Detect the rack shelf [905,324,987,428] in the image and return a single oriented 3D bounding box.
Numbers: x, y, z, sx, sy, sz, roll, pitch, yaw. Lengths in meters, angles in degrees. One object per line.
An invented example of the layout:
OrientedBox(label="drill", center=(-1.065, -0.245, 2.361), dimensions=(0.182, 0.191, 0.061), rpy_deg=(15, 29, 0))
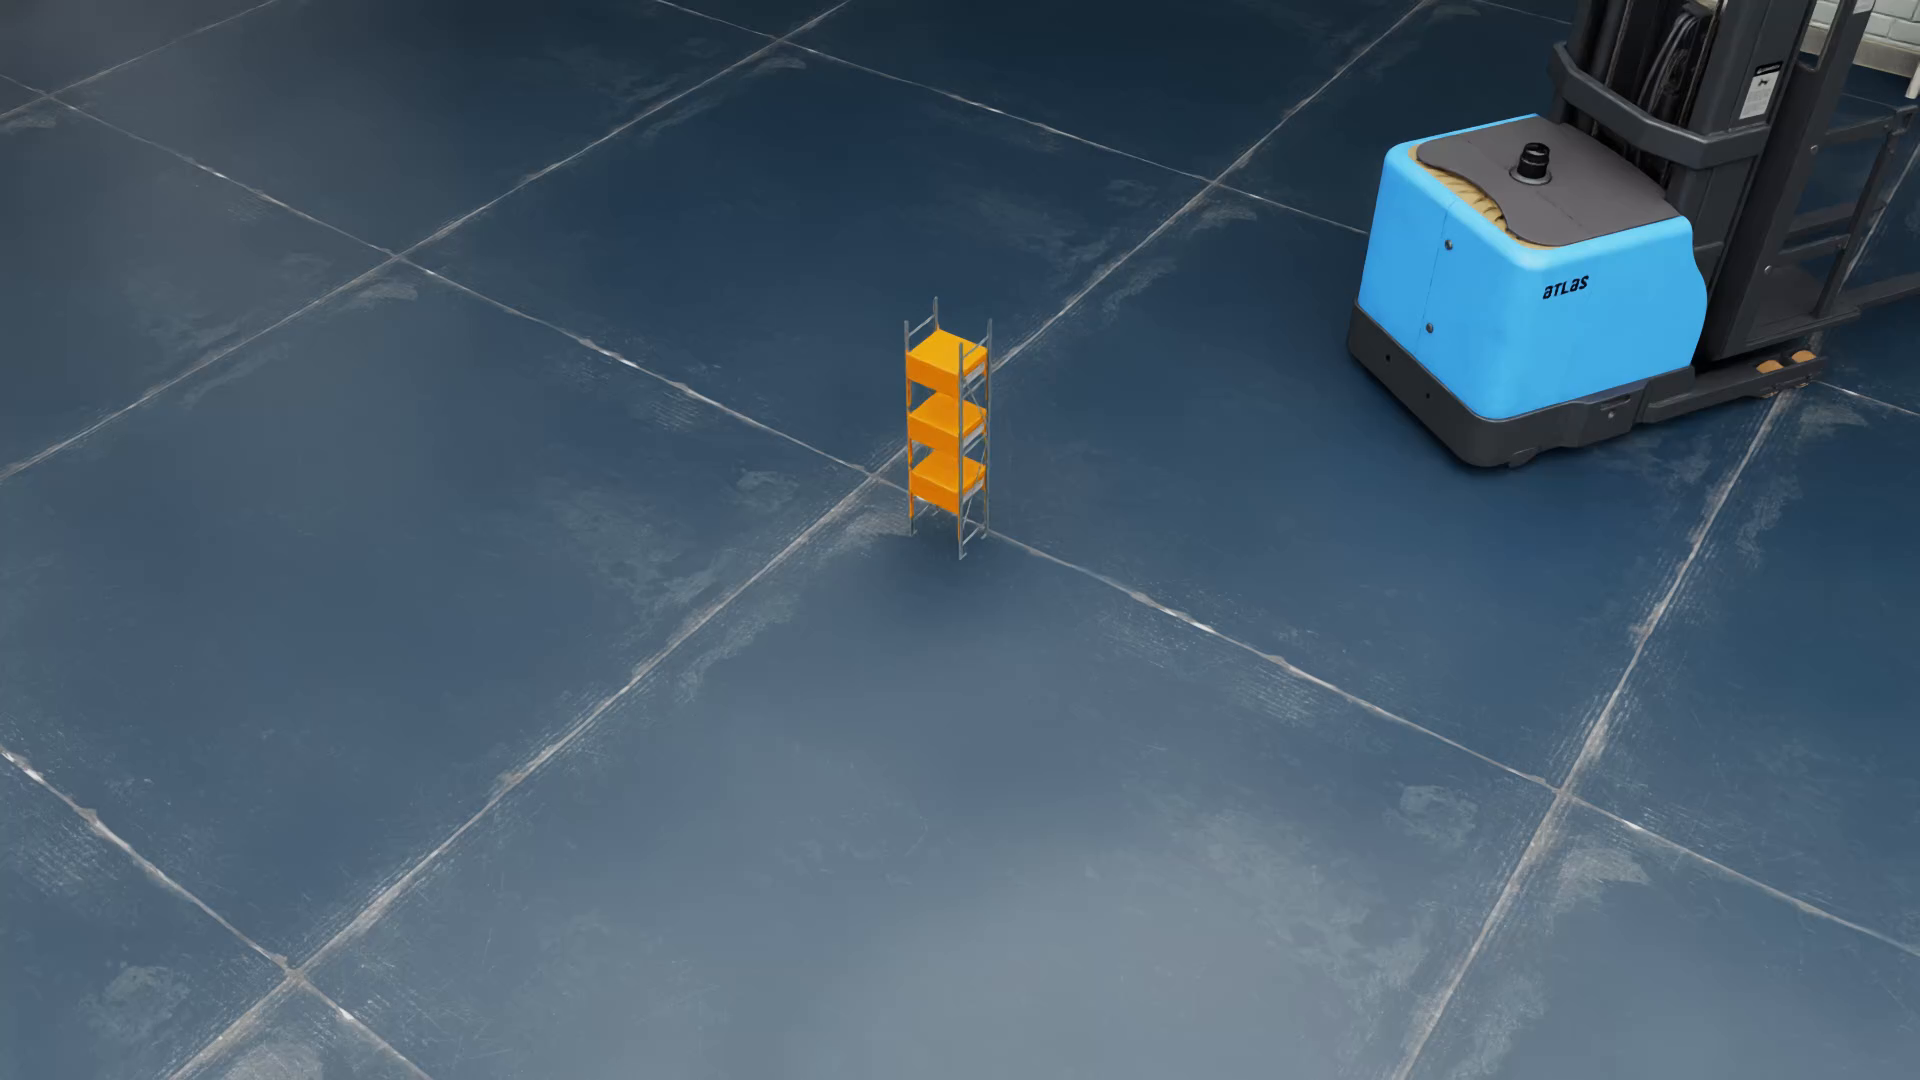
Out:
OrientedBox(label="rack shelf", center=(-0.044, -0.615, 6.241), dimensions=(0.240, 0.259, 0.215), rpy_deg=(25, 48, 25))

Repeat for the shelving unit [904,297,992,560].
OrientedBox(label="shelving unit", center=(-0.044, -0.412, 6.423), dimensions=(0.252, 1.050, 0.215), rpy_deg=(25, 48, 25))

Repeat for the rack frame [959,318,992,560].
OrientedBox(label="rack frame", center=(0.056, -0.365, 6.371), dimensions=(0.008, 1.050, 0.200), rpy_deg=(25, 48, 25))

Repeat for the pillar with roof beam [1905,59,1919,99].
OrientedBox(label="pillar with roof beam", center=(3.239, -3.575, 3.996), dimensions=(0.400, 9.000, 9.100), rpy_deg=(25, 48, 25))

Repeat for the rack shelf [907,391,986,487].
OrientedBox(label="rack shelf", center=(-0.044, -0.404, 6.430), dimensions=(0.240, 0.259, 0.215), rpy_deg=(25, 48, 25))

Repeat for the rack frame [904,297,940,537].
OrientedBox(label="rack frame", center=(-0.144, -0.458, 6.475), dimensions=(0.008, 1.050, 0.200), rpy_deg=(25, 48, 25))

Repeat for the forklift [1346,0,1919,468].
OrientedBox(label="forklift", center=(3.341, -2.040, 6.831), dimensions=(3.031, 2.935, 1.130), rpy_deg=(-16, 44, -17))

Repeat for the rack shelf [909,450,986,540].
OrientedBox(label="rack shelf", center=(-0.044, -0.197, 6.615), dimensions=(0.240, 0.259, 0.215), rpy_deg=(25, 48, 25))
